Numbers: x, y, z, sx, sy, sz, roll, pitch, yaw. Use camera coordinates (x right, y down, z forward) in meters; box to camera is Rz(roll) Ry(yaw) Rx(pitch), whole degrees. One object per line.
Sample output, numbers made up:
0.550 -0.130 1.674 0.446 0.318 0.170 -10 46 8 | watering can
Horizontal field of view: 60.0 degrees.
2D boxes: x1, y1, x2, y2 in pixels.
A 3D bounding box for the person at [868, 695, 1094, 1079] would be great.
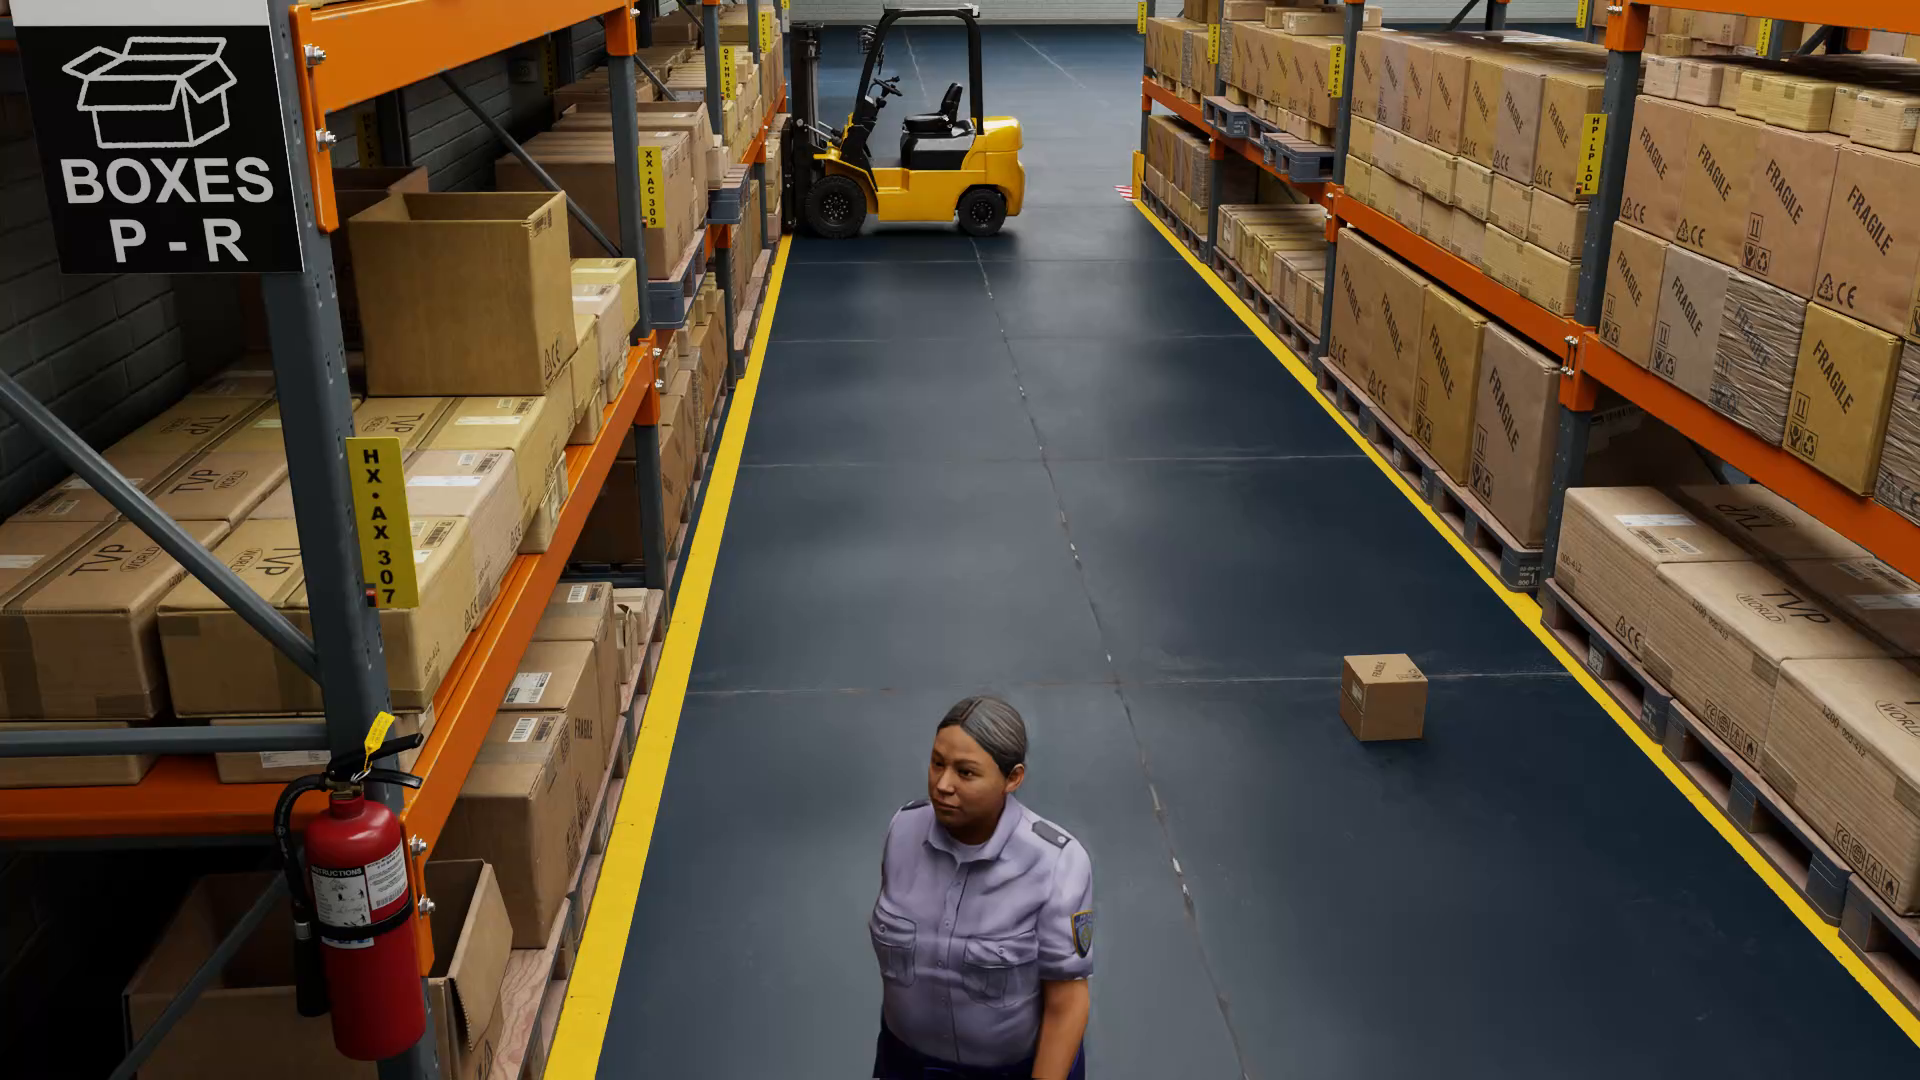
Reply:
0.028 1.057 3.286 0.482 1.587 1.031 8 22 20 | person
